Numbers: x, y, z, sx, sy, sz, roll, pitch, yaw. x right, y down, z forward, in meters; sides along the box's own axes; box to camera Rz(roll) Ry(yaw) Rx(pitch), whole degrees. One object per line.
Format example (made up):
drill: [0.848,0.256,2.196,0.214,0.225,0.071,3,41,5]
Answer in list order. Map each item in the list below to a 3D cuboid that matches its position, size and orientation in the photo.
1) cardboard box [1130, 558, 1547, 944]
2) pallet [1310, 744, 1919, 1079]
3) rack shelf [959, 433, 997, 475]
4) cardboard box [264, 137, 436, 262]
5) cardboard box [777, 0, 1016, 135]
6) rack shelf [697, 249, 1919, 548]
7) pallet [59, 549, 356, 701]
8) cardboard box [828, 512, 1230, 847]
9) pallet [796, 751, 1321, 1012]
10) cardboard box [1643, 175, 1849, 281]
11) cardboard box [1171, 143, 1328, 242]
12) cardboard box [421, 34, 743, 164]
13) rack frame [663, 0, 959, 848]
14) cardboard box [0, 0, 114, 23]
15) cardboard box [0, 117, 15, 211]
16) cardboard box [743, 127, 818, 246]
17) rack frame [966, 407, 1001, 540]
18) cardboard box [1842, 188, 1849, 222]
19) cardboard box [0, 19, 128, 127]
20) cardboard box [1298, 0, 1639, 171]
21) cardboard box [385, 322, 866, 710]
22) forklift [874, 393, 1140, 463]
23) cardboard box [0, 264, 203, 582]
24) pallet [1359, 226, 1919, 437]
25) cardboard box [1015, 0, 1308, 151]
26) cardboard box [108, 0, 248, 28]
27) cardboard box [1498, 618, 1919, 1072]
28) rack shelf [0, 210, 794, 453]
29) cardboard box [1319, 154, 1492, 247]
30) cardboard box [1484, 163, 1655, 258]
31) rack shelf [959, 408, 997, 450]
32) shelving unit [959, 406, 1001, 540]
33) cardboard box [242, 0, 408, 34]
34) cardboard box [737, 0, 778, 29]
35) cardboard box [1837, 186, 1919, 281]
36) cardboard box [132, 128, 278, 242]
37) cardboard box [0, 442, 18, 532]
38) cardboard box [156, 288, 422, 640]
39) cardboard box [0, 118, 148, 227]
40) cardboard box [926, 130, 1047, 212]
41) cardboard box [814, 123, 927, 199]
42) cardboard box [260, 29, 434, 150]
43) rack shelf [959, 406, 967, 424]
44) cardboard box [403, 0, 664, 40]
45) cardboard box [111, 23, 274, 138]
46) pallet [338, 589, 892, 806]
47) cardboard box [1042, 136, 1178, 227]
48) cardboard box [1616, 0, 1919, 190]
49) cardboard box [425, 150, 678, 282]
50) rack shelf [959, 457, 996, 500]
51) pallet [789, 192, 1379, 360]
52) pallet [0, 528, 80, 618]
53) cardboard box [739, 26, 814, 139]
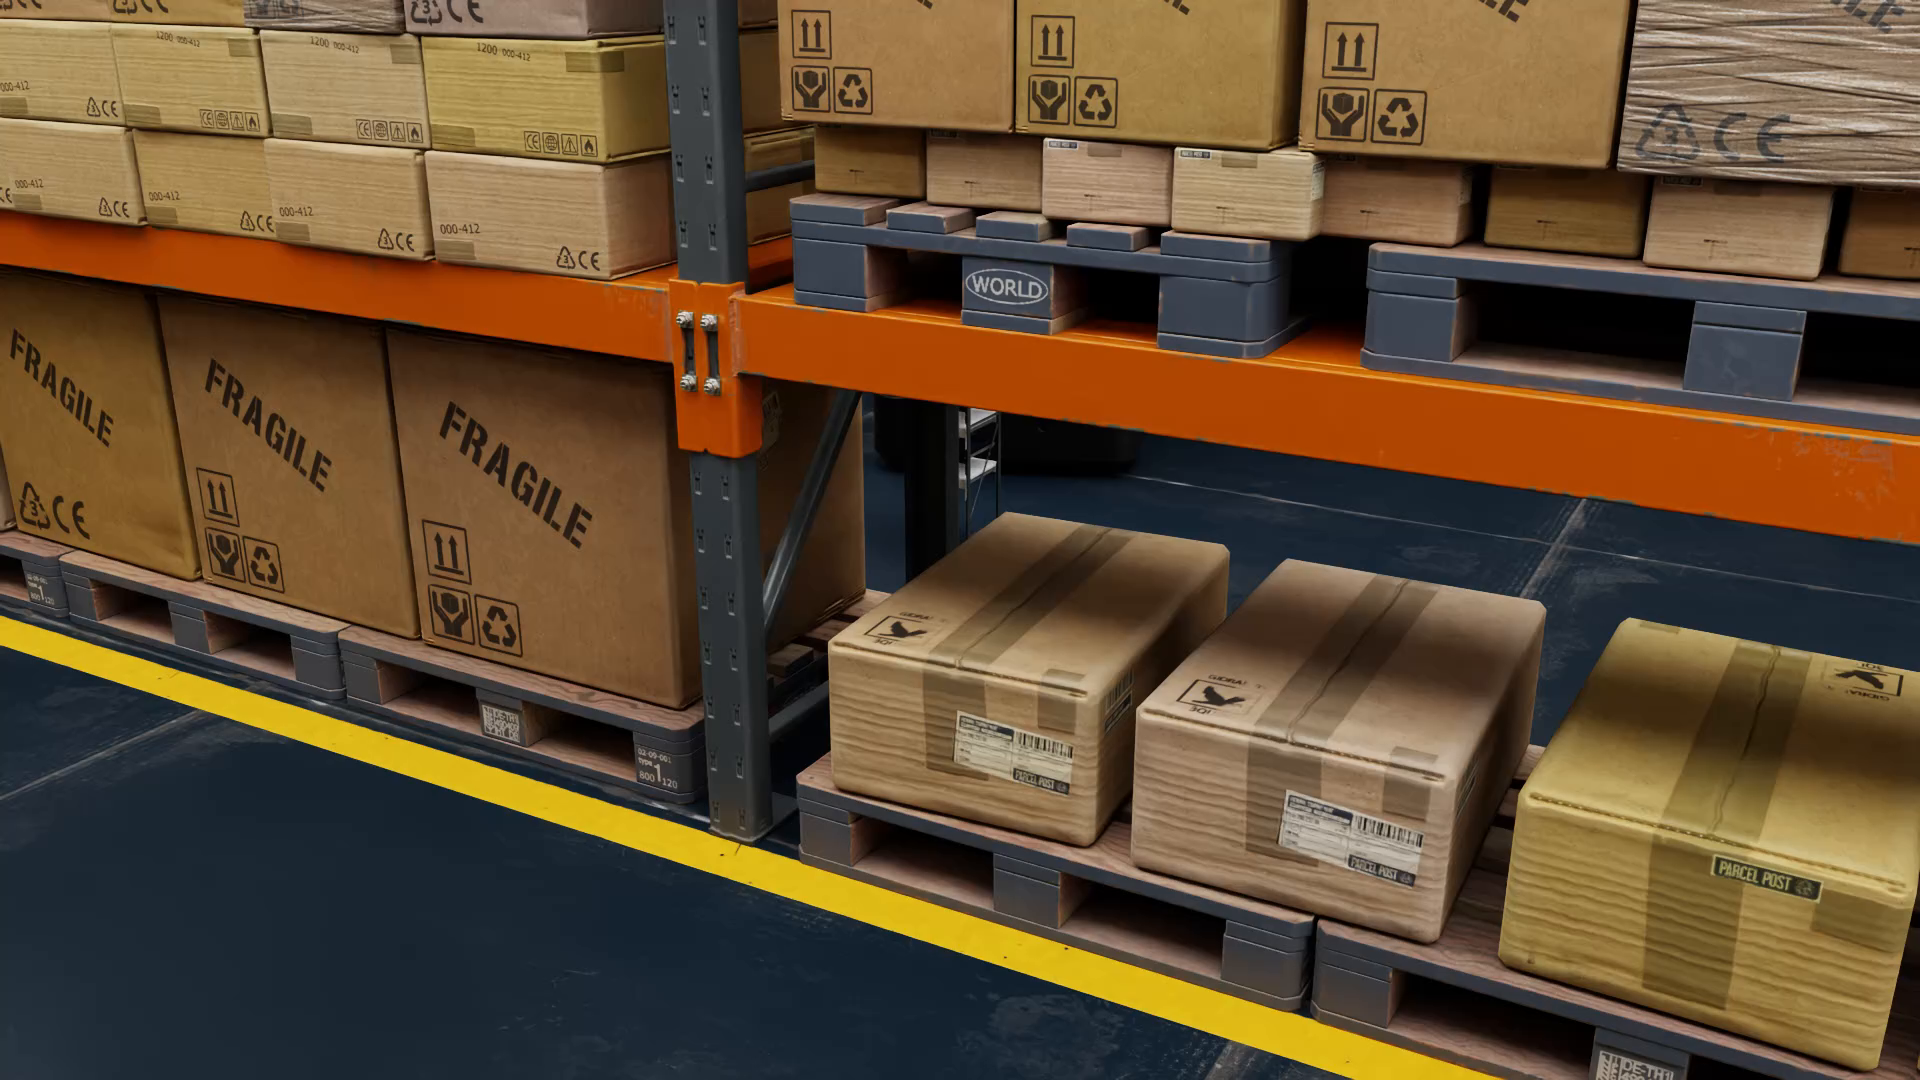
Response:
cardboard box: [0.840,0.404,3.589,0.625,0.372,0.950,10,22,26]
pallet: [1.446,0.794,3.367,1.213,0.211,1.003,11,23,27]
rack shelf: [-0.007,-0.308,5.757,0.200,0.077,0.258,11,23,27]
cardboard box: [-1.318,-0.867,4.077,0.500,0.250,0.500,11,23,28]
cardboard box: [-0.016,-1.091,3.276,0.500,0.500,0.500,10,22,26]
rack shelf: [1.450,-0.180,3.017,4.000,0.370,1.077,11,23,27]
pallet: [-2.009,0.103,5.270,1.213,0.211,1.003,11,23,27]
cardboard box: [0.192,0.284,3.921,0.625,0.372,0.950,9,22,24]
pallet: [0.385,0.591,3.927,1.213,0.211,1.003,11,23,27]
cardboard box: [1.284,-0.537,2.700,0.250,0.149,0.380,12,23,29]
cardboard box: [0.574,-0.652,3.017,0.250,0.149,0.380,11,23,28]
cardboard box: [-0.843,-1.020,3.765,0.500,0.250,0.500,11,23,27]
rack frame: [-0.296,-0.851,3.811,0.127,3.000,1.000,11,23,27]
cardboard box: [-2.196,-1.630,4.346,0.500,0.500,0.500,10,22,26]
cardboard box: [-2.641,-1.118,4.768,0.500,0.250,0.500,11,22,27]
cardboard box: [-0.601,-0.936,4.268,0.500,0.250,0.500,10,22,26]
rack frame: [0.082,-0.407,5.669,0.006,0.900,0.240,11,23,27]
cardboard box: [1.743,-0.676,3.082,0.250,0.149,0.380,12,23,29]
cardboard box: [-2.203,-1.270,4.453,0.500,0.250,0.500,10,22,26]
cardboard box: [0.909,-0.920,2.805,0.500,0.500,0.500,11,23,28]
cardboard box: [-0.859,-0.189,4.487,0.875,0.875,0.875,11,22,27]
forklift: [0.313,-2.138,7.461,1.130,2.935,3.031,2,20,5]
cardboard box: [-2.416,-0.487,5.310,0.875,0.875,0.875,12,23,29]
pallet: [1.452,-0.443,2.970,1.213,0.211,1.003,11,23,27]
cardboard box: [0.442,-1.007,3.043,0.500,0.500,0.500,12,23,30]
cardboard box: [-1.758,-1.543,4.108,0.500,0.500,0.500,11,23,27]
cardboard box: [1.499,0.532,3.237,0.625,0.372,0.950,12,23,29]
rack shelf: [-2.042,-0.845,4.851,4.000,0.370,1.077,11,23,27]
cardboard box: [0.822,-0.636,2.971,0.250,0.149,0.380,12,23,30]
cardboard box: [1.088,-0.600,2.874,0.250,0.149,0.380,12,23,29]
rack shelf: [-0.007,-0.393,5.727,0.200,0.077,0.258,11,23,27]
shelving unit: [-0.007,-0.424,5.715,0.210,0.900,0.258,11,23,27]
cardboard box: [-1.327,-1.459,3.875,0.500,0.500,0.500,11,23,28]
cardboard box: [-0.608,-1.523,4.051,0.500,0.500,0.500,10,22,26]
cardboard box: [1.548,-0.517,2.643,0.250,0.149,0.380,10,22,25]
cardboard box: [-1.750,-0.956,4.321,0.500,0.250,0.500,11,22,27]
cardboard box: [-3.208,-0.635,5.717,0.875,0.875,0.875,12,23,29]
cardboard box: [-1.636,-0.338,4.899,0.875,0.875,0.875,11,23,28]
cardboard box: [-2.209,-1.032,4.532,0.500,0.250,0.500,10,22,26]
cardboard box: [0.127,-0.764,3.324,0.250,0.149,0.380,9,22,24]
cardboard box: [-0.103,-0.821,3.481,0.250,0.149,0.380,9,22,24]
cardboard box: [-1.293,-1.104,3.997,0.500,0.250,0.500,10,22,26]
rack shelf: [-0.007,-0.478,5.696,0.200,0.077,0.258,11,23,27]
cardboard box: [-0.875,-1.376,3.646,0.500,0.500,0.500,10,22,26]
cardboard box: [-1.750,-1.183,4.215,0.500,0.250,0.500,10,22,26]
pallet: [-0.948,0.307,4.710,1.213,0.211,1.003,11,23,27]
cardboard box: [0.343,-0.704,3.161,0.250,0.149,0.380,9,22,24]
cardboard box: [1.342,-0.835,2.569,0.500,0.500,0.500,10,22,25]
cardboard box: [-0.865,-0.787,3.856,0.500,0.250,0.500,10,22,25]
rack shelf: [-0.007,-0.224,5.788,0.200,0.077,0.258,11,23,27]
pallet: [0.378,-0.674,3.605,1.003,0.211,1.213,11,23,27]
pallet: [-3.078,-0.099,5.829,1.213,0.211,1.003,11,23,27]
cardboard box: [-0.618,-1.173,4.187,0.500,0.250,0.500,11,22,27]
